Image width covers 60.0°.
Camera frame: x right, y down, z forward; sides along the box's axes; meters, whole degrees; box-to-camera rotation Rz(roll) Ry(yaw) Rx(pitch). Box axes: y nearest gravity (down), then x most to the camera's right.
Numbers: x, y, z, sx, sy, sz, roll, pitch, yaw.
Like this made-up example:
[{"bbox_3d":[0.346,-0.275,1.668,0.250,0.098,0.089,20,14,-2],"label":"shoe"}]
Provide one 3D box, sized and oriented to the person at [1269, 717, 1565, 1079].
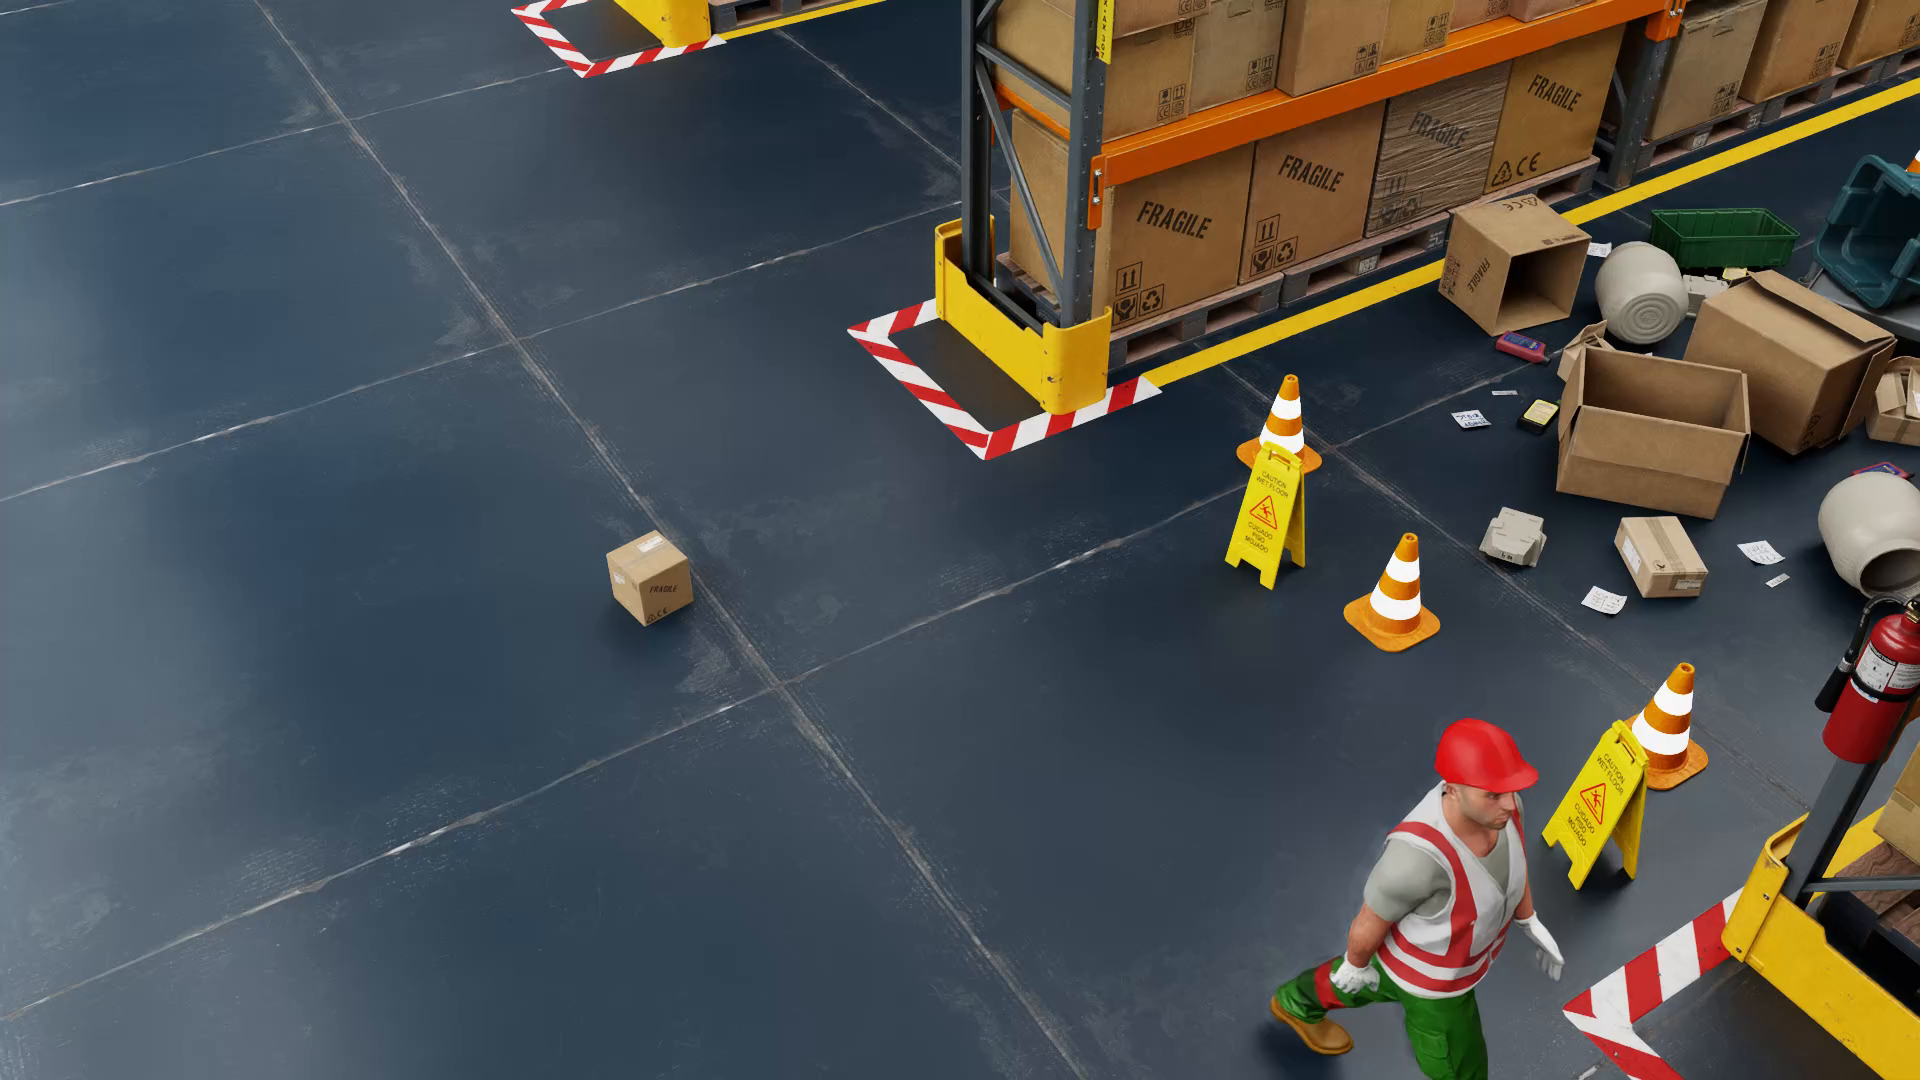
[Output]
[{"bbox_3d":[1.410,1.184,4.752,1.057,1.743,0.527,29,48,29],"label":"person"}]
